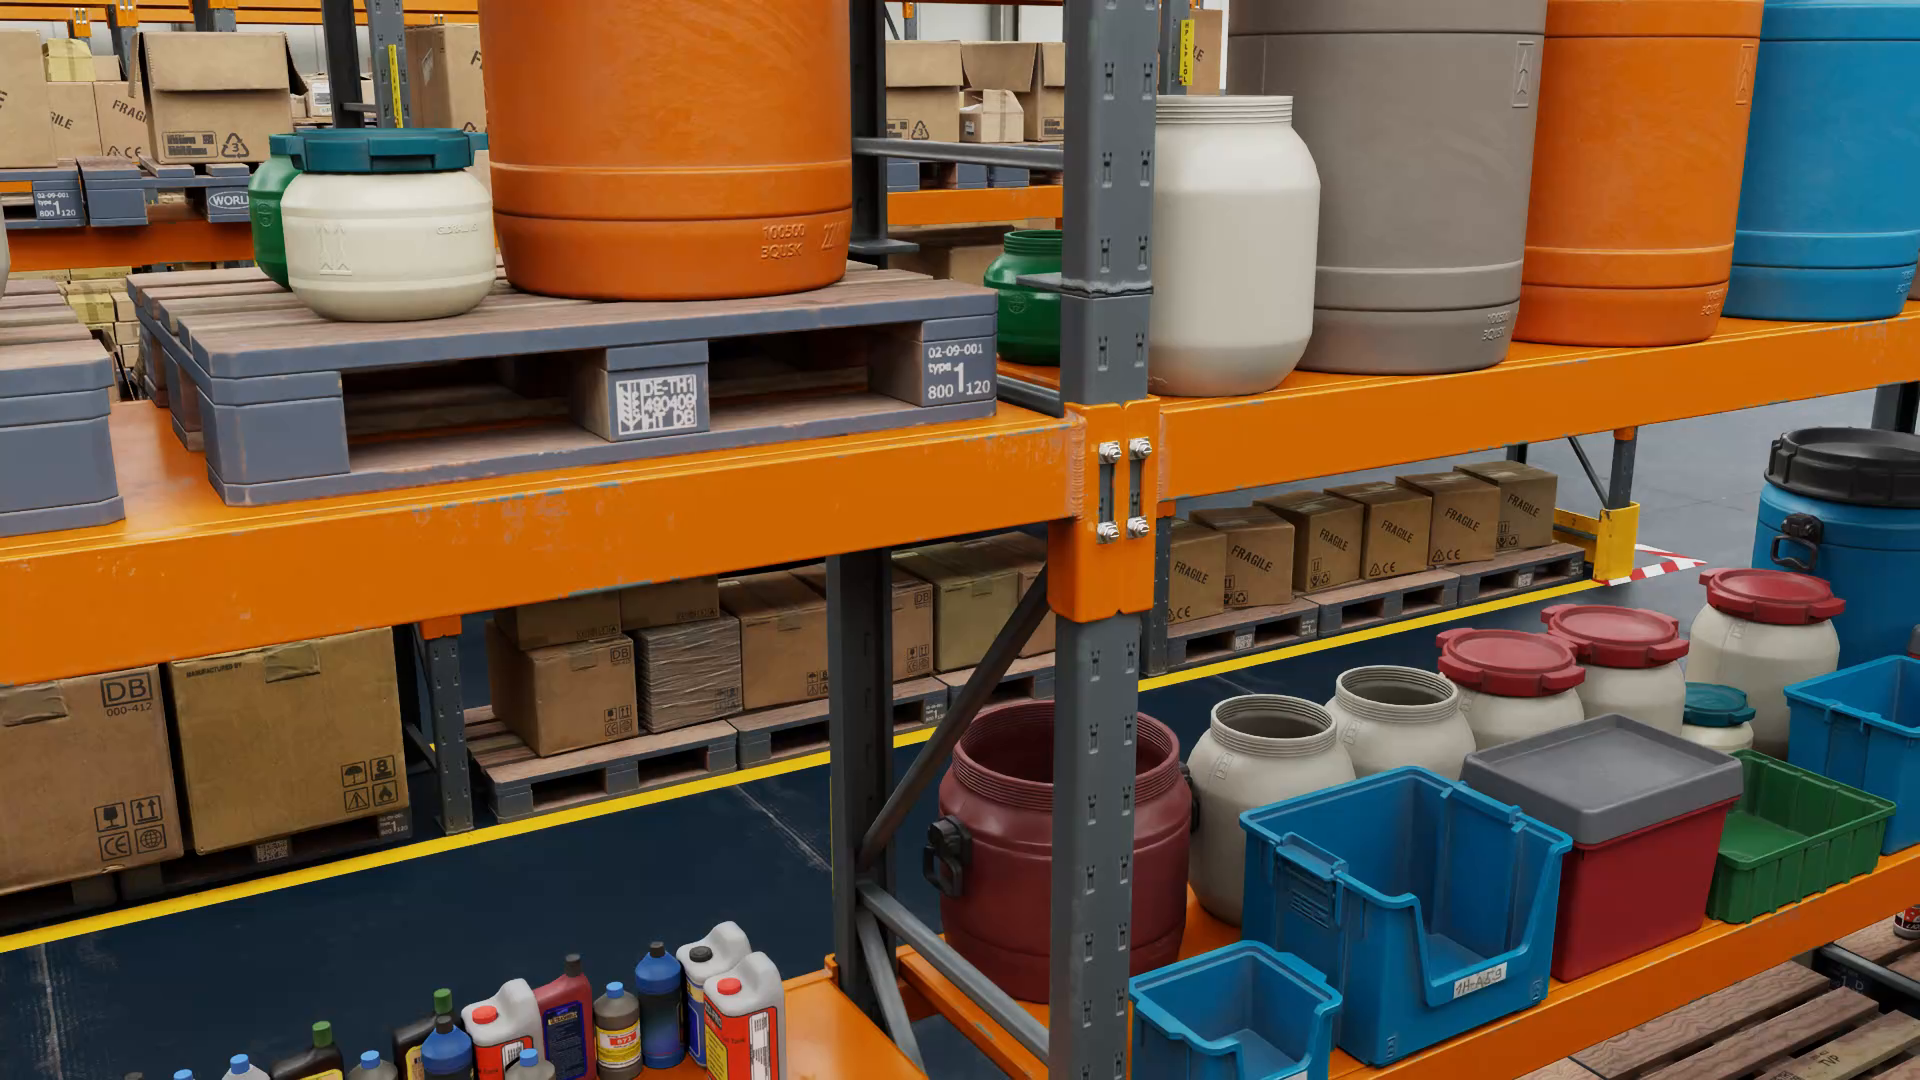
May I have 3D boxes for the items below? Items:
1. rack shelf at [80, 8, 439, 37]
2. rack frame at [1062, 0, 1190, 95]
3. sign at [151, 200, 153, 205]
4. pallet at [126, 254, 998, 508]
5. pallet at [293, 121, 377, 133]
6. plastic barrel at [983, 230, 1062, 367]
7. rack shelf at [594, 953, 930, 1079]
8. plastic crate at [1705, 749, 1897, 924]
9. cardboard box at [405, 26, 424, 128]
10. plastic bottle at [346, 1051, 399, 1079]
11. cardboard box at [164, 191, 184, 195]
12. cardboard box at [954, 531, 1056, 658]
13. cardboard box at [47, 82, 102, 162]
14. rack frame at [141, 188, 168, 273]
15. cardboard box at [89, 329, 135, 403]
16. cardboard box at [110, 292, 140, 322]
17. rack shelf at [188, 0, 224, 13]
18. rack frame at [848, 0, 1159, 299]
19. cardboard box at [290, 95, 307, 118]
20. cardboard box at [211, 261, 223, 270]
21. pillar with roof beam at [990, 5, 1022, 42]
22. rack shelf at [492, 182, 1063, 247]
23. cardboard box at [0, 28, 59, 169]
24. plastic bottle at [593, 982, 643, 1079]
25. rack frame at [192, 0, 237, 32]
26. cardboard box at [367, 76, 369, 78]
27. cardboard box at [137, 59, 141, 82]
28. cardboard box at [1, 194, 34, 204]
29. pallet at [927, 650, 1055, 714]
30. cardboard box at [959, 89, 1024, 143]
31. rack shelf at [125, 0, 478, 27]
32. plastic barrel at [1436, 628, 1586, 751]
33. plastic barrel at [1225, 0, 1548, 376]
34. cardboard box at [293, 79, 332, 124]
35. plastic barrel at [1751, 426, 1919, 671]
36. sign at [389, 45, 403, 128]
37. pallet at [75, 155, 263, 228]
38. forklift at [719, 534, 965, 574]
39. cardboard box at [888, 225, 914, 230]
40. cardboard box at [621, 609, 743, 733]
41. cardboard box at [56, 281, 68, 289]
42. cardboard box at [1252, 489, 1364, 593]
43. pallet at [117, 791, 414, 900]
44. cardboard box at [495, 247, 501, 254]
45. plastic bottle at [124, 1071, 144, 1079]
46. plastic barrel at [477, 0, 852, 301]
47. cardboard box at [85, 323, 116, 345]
[{"bbox_3d":[-8.492,-6.283,20.226,4.000,0.370,1.077,-9,18,-30],"label":"rack shelf"},{"bbox_3d":[0.886,-3.659,8.792,0.127,3.000,1.000,-9,18,-30],"label":"rack frame"},{"bbox_3d":[-7.358,-2.937,15.185,0.005,0.325,0.100,-9,18,-30],"label":"sign"},{"bbox_3d":[-0.698,-0.338,2.852,1.213,0.211,1.003,-9,18,-30],"label":"pallet"},{"bbox_3d":[-4.486,-2.831,11.746,1.003,0.211,1.213,-8,18,-27],"label":"pallet"},{"bbox_3d":[0.193,-0.484,3.311,0.294,0.245,0.294,0,16,0],"label":"plastic barrel"},{"bbox_3d":[-1.707,1.556,2.636,4.000,0.370,1.077,-9,18,-30],"label":"rack shelf"},{"bbox_3d":[2.089,0.785,4.446,0.662,0.188,0.450,-9,18,-30],"label":"plastic crate"},{"bbox_3d":[-2.263,-2.072,7.576,0.500,0.500,0.500,-9,18,-28],"label":"cardboard box"},{"bbox_3d":[-1.154,1.105,3.279,0.097,0.201,0.097,0,16,0],"label":"plastic bottle"},{"bbox_3d":[-9.611,-4.192,20.420,0.250,0.149,0.380,-9,18,-30],"label":"cardboard box"},{"bbox_3d":[0.348,0.301,9.593,0.500,0.500,0.700,-11,19,-34],"label":"cardboard box"},{"bbox_3d":[-5.791,-2.658,10.592,0.500,0.500,0.500,-9,18,-30],"label":"cardboard box"},{"bbox_3d":[-7.647,-2.508,15.798,0.127,3.000,1.000,-9,18,-30],"label":"rack frame"},{"bbox_3d":[-3.738,-0.558,6.799,0.637,0.503,0.797,-9,18,-28],"label":"cardboard box"},{"bbox_3d":[-5.411,-1.535,10.915,0.250,0.149,0.380,-9,18,-30],"label":"cardboard box"},{"bbox_3d":[-6.725,-3.448,10.112,4.000,0.370,1.077,-9,18,-30],"label":"rack shelf"},{"bbox_3d":[0.008,-1.957,2.721,0.127,3.000,1.000,-9,18,-30],"label":"rack frame"},{"bbox_3d":[-4.642,-2.959,11.355,0.250,0.149,0.380,-10,19,-32],"label":"cardboard box"},{"bbox_3d":[-7.013,-2.622,15.895,0.250,0.149,0.380,-11,19,-33],"label":"cardboard box"},{"bbox_3d":[2.950,-7.606,22.871,0.400,9.000,9.100,-9,18,-30],"label":"pillar with roof beam"},{"bbox_3d":[-0.829,-1.591,8.302,4.000,0.370,1.077,-9,18,-30],"label":"rack shelf"},{"bbox_3d":[-3.723,-1.668,6.281,0.500,0.500,0.500,-8,18,-27],"label":"cardboard box"},{"bbox_3d":[-0.727,1.036,3.526,0.097,0.201,0.097,0,16,0],"label":"plastic bottle"},{"bbox_3d":[-5.011,-4.265,10.953,0.127,3.000,1.000,-9,18,-30],"label":"rack frame"},{"bbox_3d":[-7.272,-5.706,20.853,0.500,0.311,0.500,-10,18,-31],"label":"cardboard box"},{"bbox_3d":[-5.224,-3.121,10.826,0.258,0.266,0.396,-9,18,-30],"label":"cardboard box"},{"bbox_3d":[-8.391,-2.831,14.916,0.500,0.500,0.500,-9,18,-29],"label":"cardboard box"},{"bbox_3d":[0.219,0.681,9.591,1.213,0.211,1.003,-9,18,-30],"label":"pallet"},{"bbox_3d":[0.131,-2.199,8.610,0.258,0.266,0.396,-8,18,-28],"label":"cardboard box"},{"bbox_3d":[-5.932,-5.135,16.131,4.000,0.370,1.077,-9,18,-30],"label":"rack shelf"},{"bbox_3d":[1.504,0.554,4.624,0.433,0.535,0.433,0,16,0],"label":"plastic barrel"},{"bbox_3d":[0.823,-0.818,3.286,0.600,0.901,0.600,0,16,0],"label":"plastic barrel"},{"bbox_3d":[-6.354,-4.220,16.159,0.637,0.503,0.797,-9,18,-30],"label":"cardboard box"},{"bbox_3d":[2.949,0.117,5.505,0.708,0.901,0.600,-9,18,-30],"label":"plastic barrel"},{"bbox_3d":[-2.264,-1.817,6.671,0.005,0.325,0.100,-9,18,-30],"label":"sign"},{"bbox_3d":[-3.068,-1.466,6.876,1.003,0.211,1.213,-8,18,-27],"label":"pallet"},{"bbox_3d":[-1.473,-1.148,11.075,3.031,2.935,1.130,-10,19,-32],"label":"forklift"},{"bbox_3d":[-0.837,-2.671,14.103,0.550,0.550,0.875,-9,18,-30],"label":"cardboard box"},{"bbox_3d":[-1.510,0.599,8.531,0.500,0.500,0.700,-11,19,-34],"label":"cardboard box"},{"bbox_3d":[-8.376,-2.230,15.087,0.500,0.250,0.500,-9,18,-29],"label":"cardboard box"},{"bbox_3d":[2.228,-0.002,10.711,0.500,0.500,0.500,-11,19,-35],"label":"cardboard box"},{"bbox_3d":[-3.258,1.220,7.666,1.213,0.211,1.003,-9,18,-30],"label":"pallet"},{"bbox_3d":[-3.749,-2.108,12.336,0.500,0.500,0.700,-10,18,-31],"label":"cardboard box"},{"bbox_3d":[-1.544,1.123,3.063,0.133,0.283,0.061,-9,18,-30],"label":"plastic bottle"},{"bbox_3d":[-0.480,-0.844,2.732,0.708,0.830,0.600,-9,18,-30],"label":"plastic barrel"},{"bbox_3d":[-5.652,-1.352,10.812,0.250,0.149,0.380,-9,18,-28],"label":"cardboard box"}]
